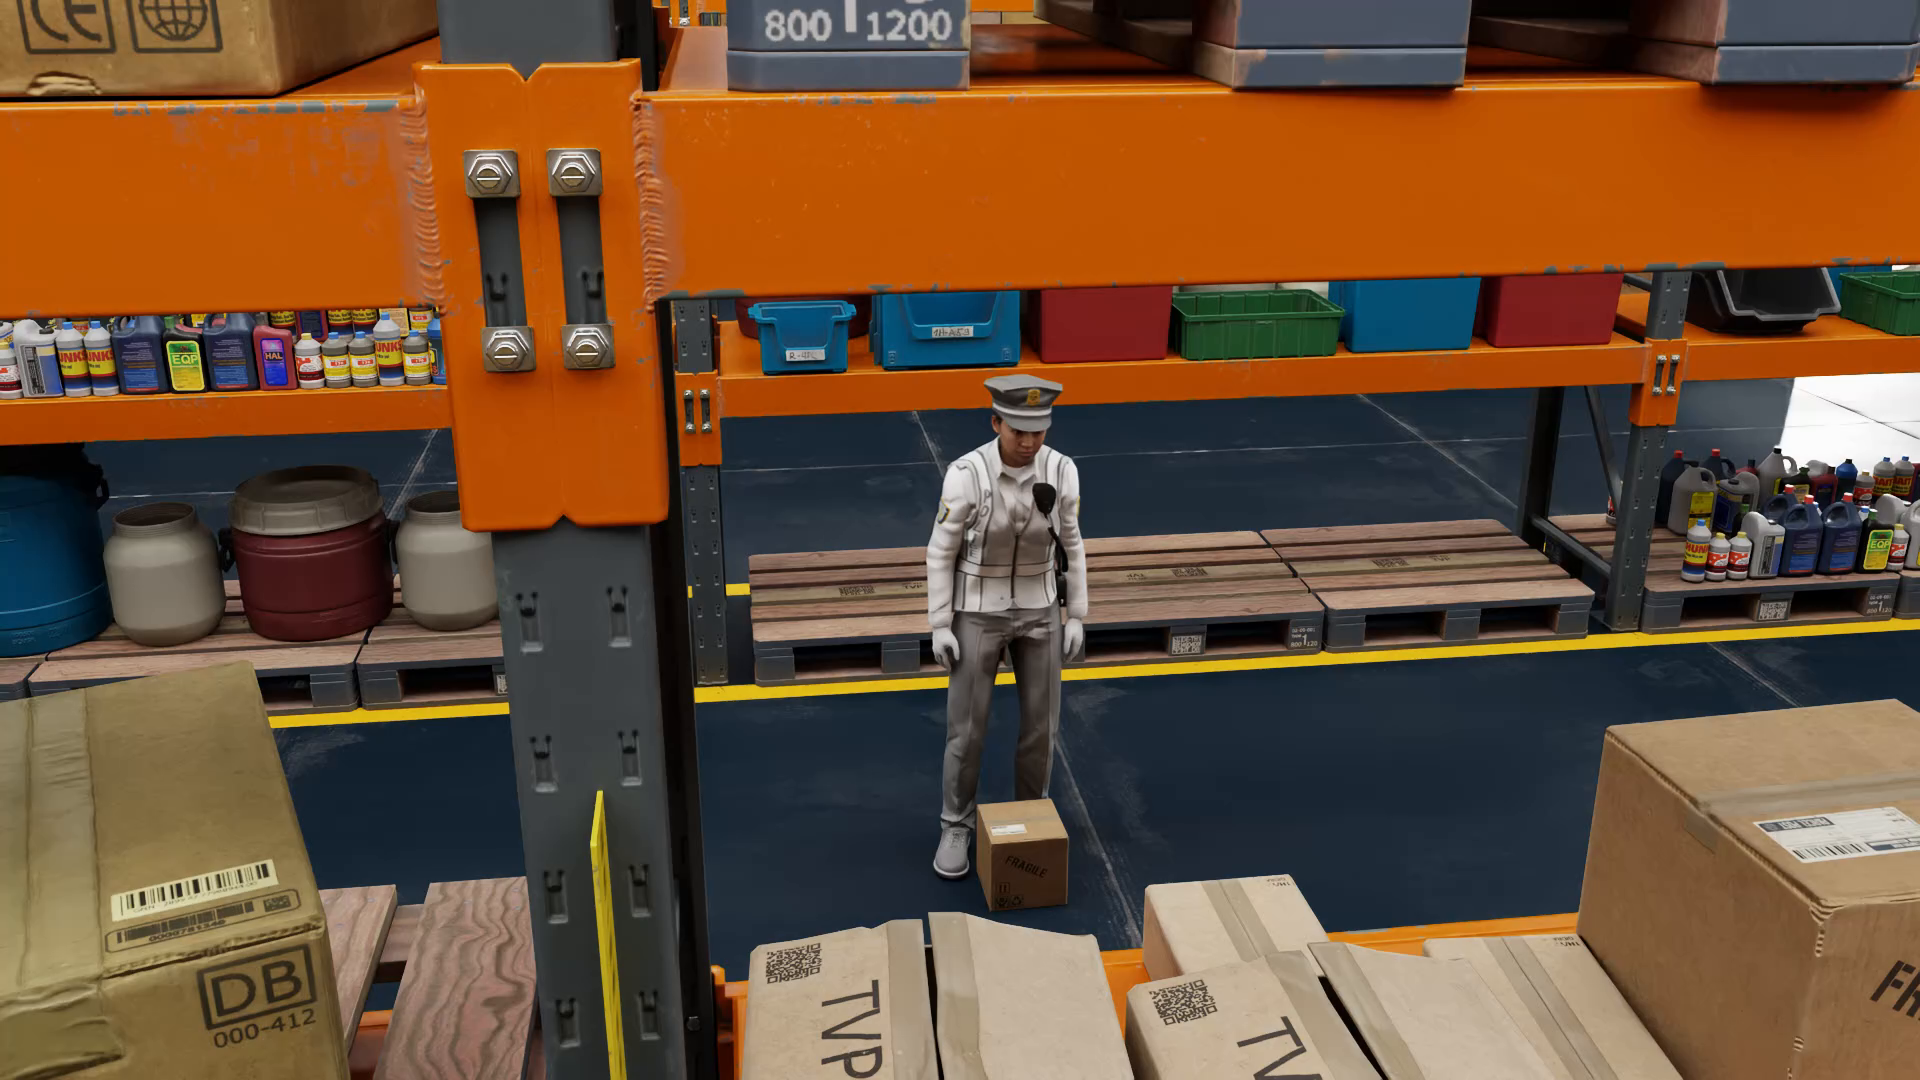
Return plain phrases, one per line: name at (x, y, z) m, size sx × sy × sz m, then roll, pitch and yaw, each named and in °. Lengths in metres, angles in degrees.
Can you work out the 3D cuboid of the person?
person at (0.157, 0.268, 5.340) m, size 0.528 × 1.662 × 0.375 m, roll -4°, pitch 20°, yaw -10°
